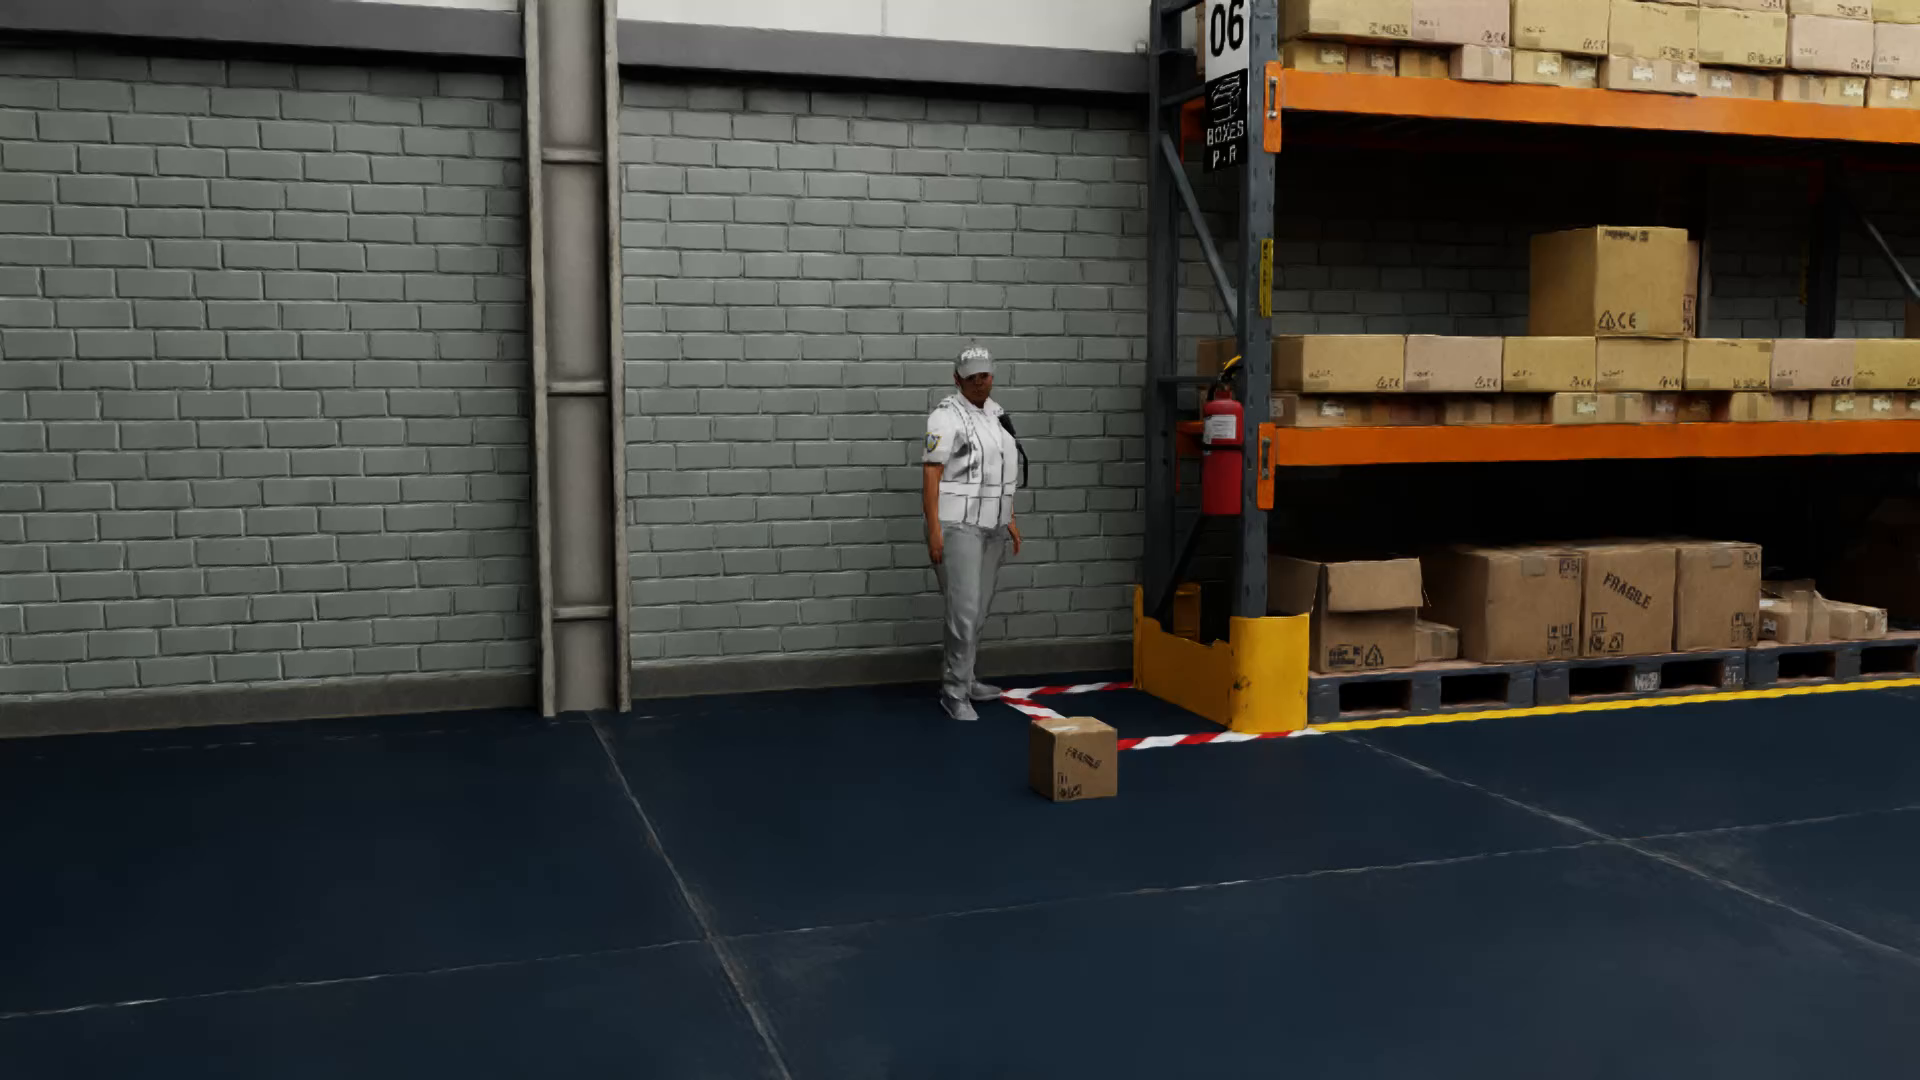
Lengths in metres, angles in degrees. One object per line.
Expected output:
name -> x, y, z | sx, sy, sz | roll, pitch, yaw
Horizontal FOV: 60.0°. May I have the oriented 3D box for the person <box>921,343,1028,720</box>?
person -> 0.044, -0.023, 7.550 | 0.455, 1.727, 0.515 | 4, 7, 35
